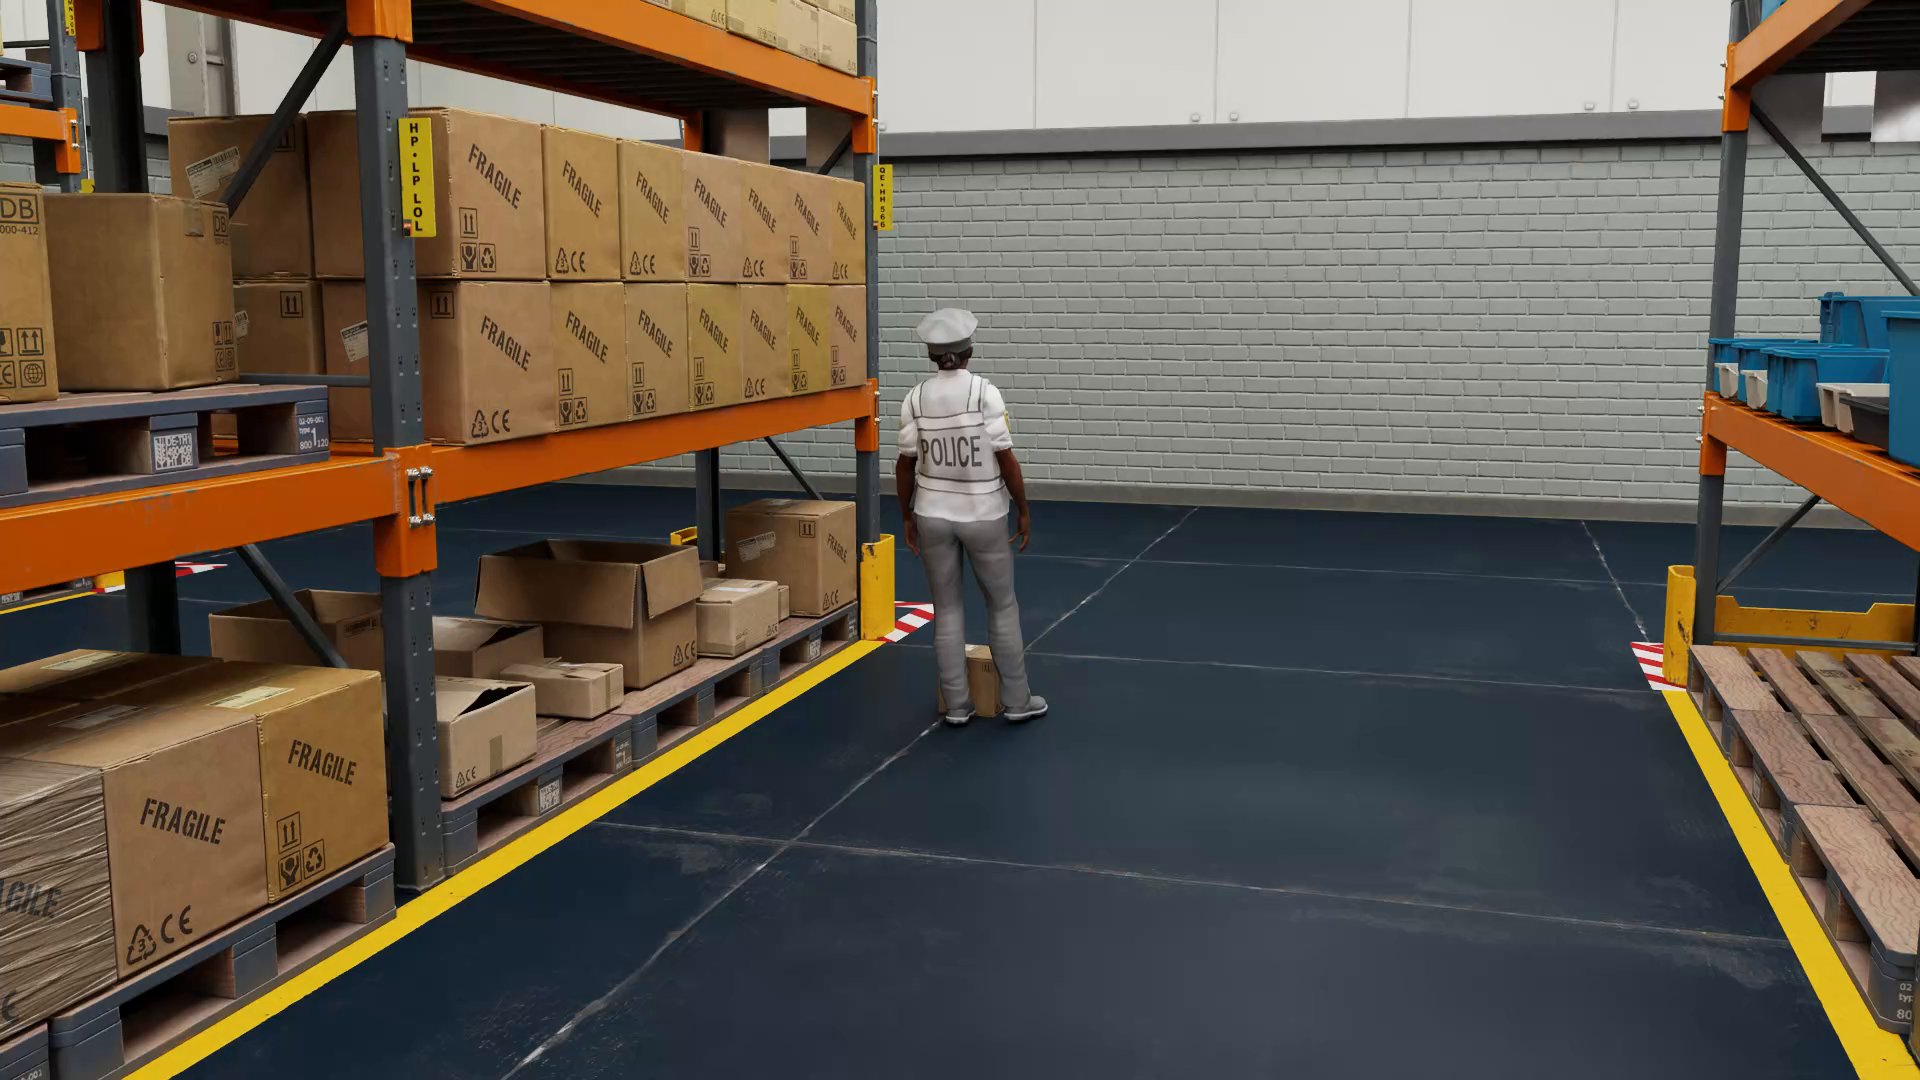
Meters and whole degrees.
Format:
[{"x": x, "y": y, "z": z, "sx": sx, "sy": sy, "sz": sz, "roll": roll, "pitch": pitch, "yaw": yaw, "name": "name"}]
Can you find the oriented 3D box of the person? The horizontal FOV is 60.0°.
[{"x": 0.042, "y": -0.094, "z": 6.795, "sx": 0.570, "sy": 1.695, "sz": 0.529, "roll": 2, "pitch": 9, "yaw": 16, "name": "person"}]
